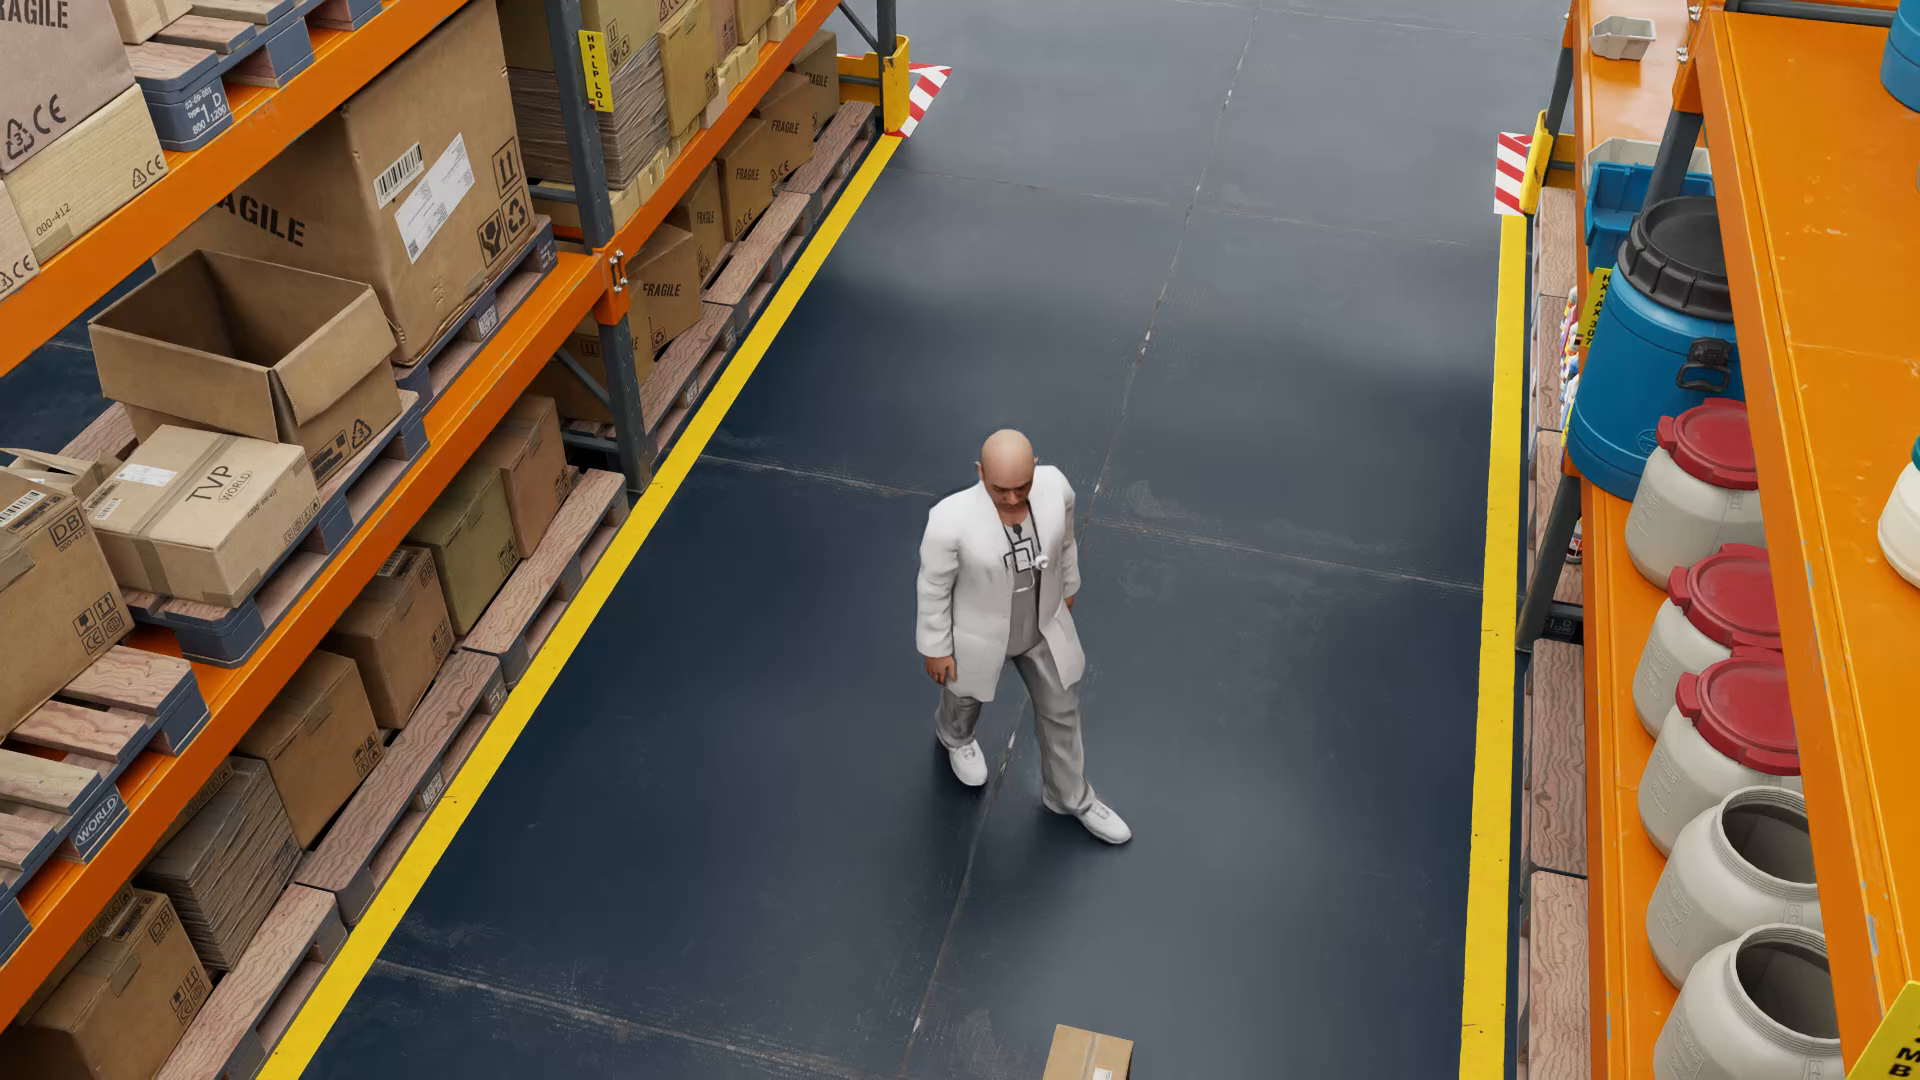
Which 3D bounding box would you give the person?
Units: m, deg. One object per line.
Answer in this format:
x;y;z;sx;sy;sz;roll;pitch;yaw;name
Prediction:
0.174;0.304;5.812;0.685;1.767;0.820;-16;43;-18;person
